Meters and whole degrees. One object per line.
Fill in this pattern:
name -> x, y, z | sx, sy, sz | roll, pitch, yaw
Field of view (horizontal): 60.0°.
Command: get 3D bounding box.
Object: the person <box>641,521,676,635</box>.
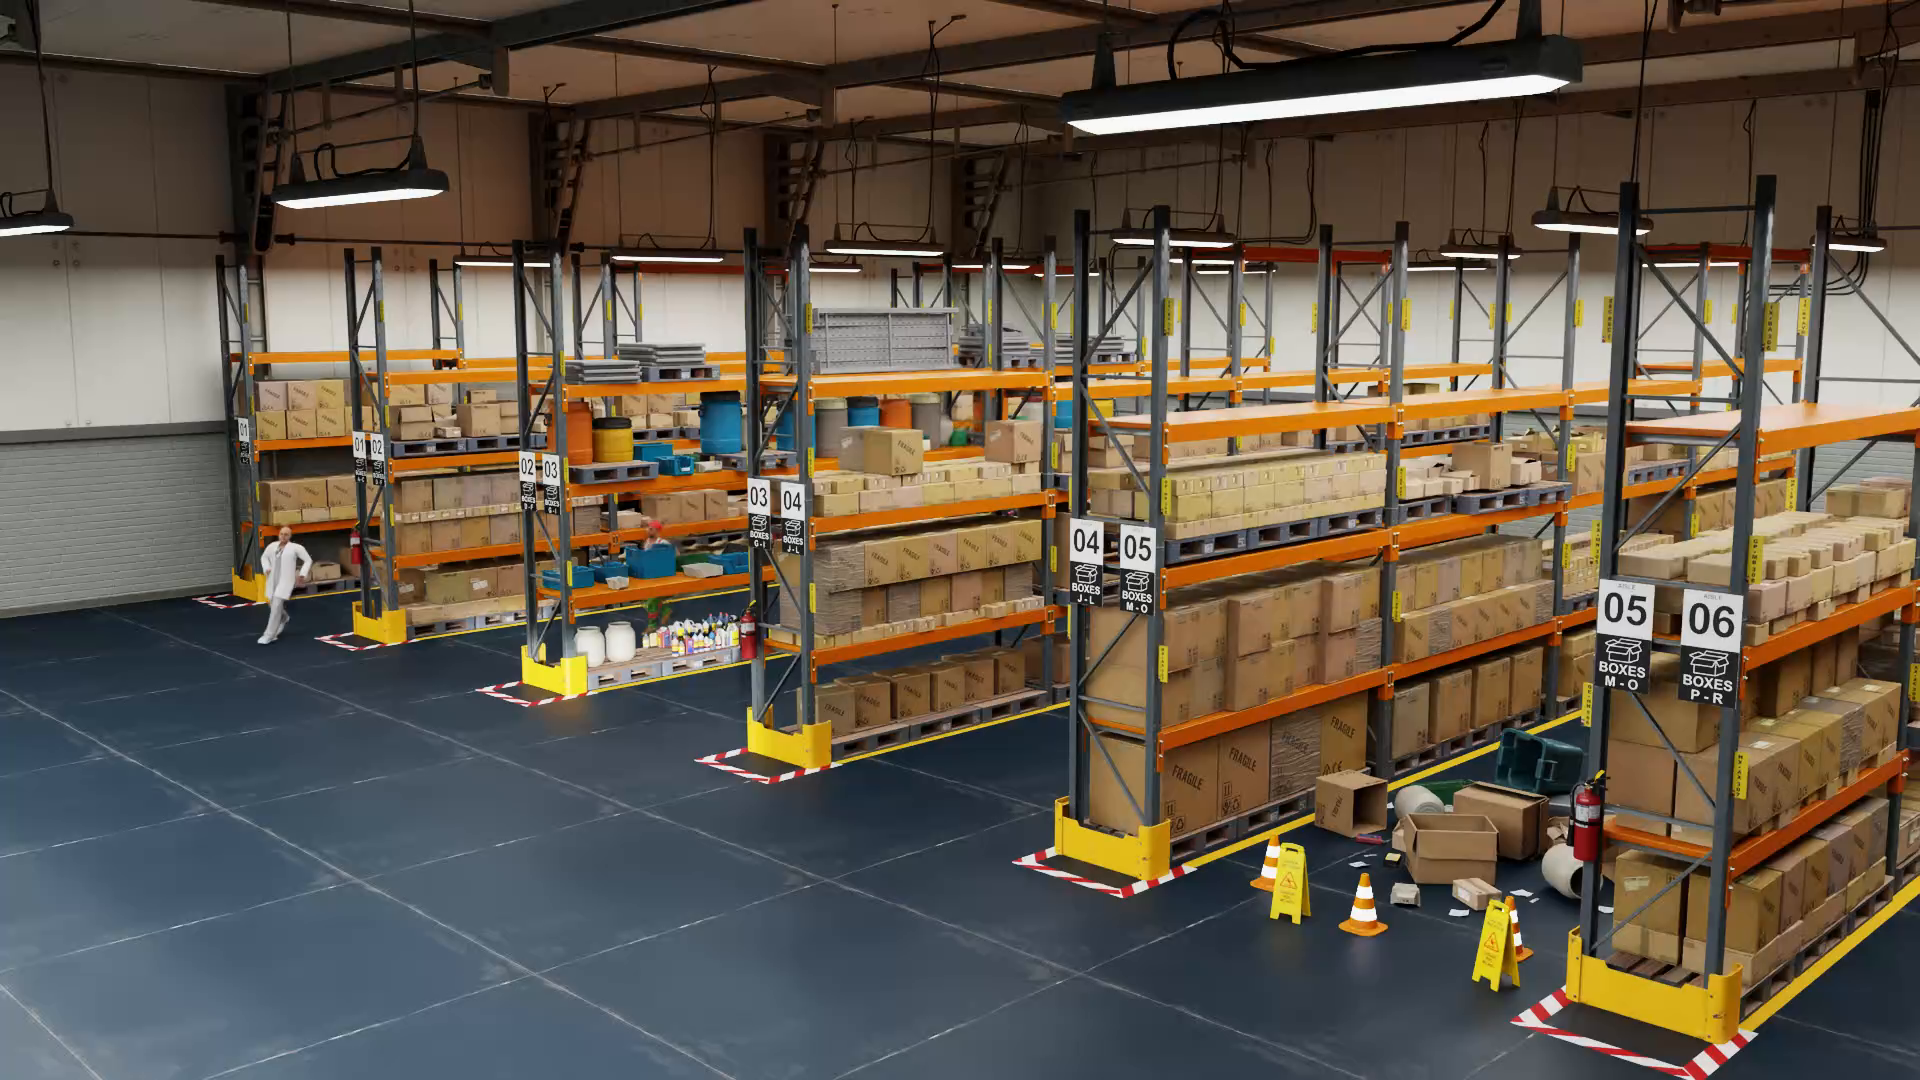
person -> -4.707, 0.574, 25.930 | 0.683, 1.770, 0.717 | 6, 10, 37

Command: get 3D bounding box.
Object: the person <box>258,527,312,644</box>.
person -> -10.399, 0.663, 25.607 | 0.775, 1.754, 0.961 | 1, 8, 8
